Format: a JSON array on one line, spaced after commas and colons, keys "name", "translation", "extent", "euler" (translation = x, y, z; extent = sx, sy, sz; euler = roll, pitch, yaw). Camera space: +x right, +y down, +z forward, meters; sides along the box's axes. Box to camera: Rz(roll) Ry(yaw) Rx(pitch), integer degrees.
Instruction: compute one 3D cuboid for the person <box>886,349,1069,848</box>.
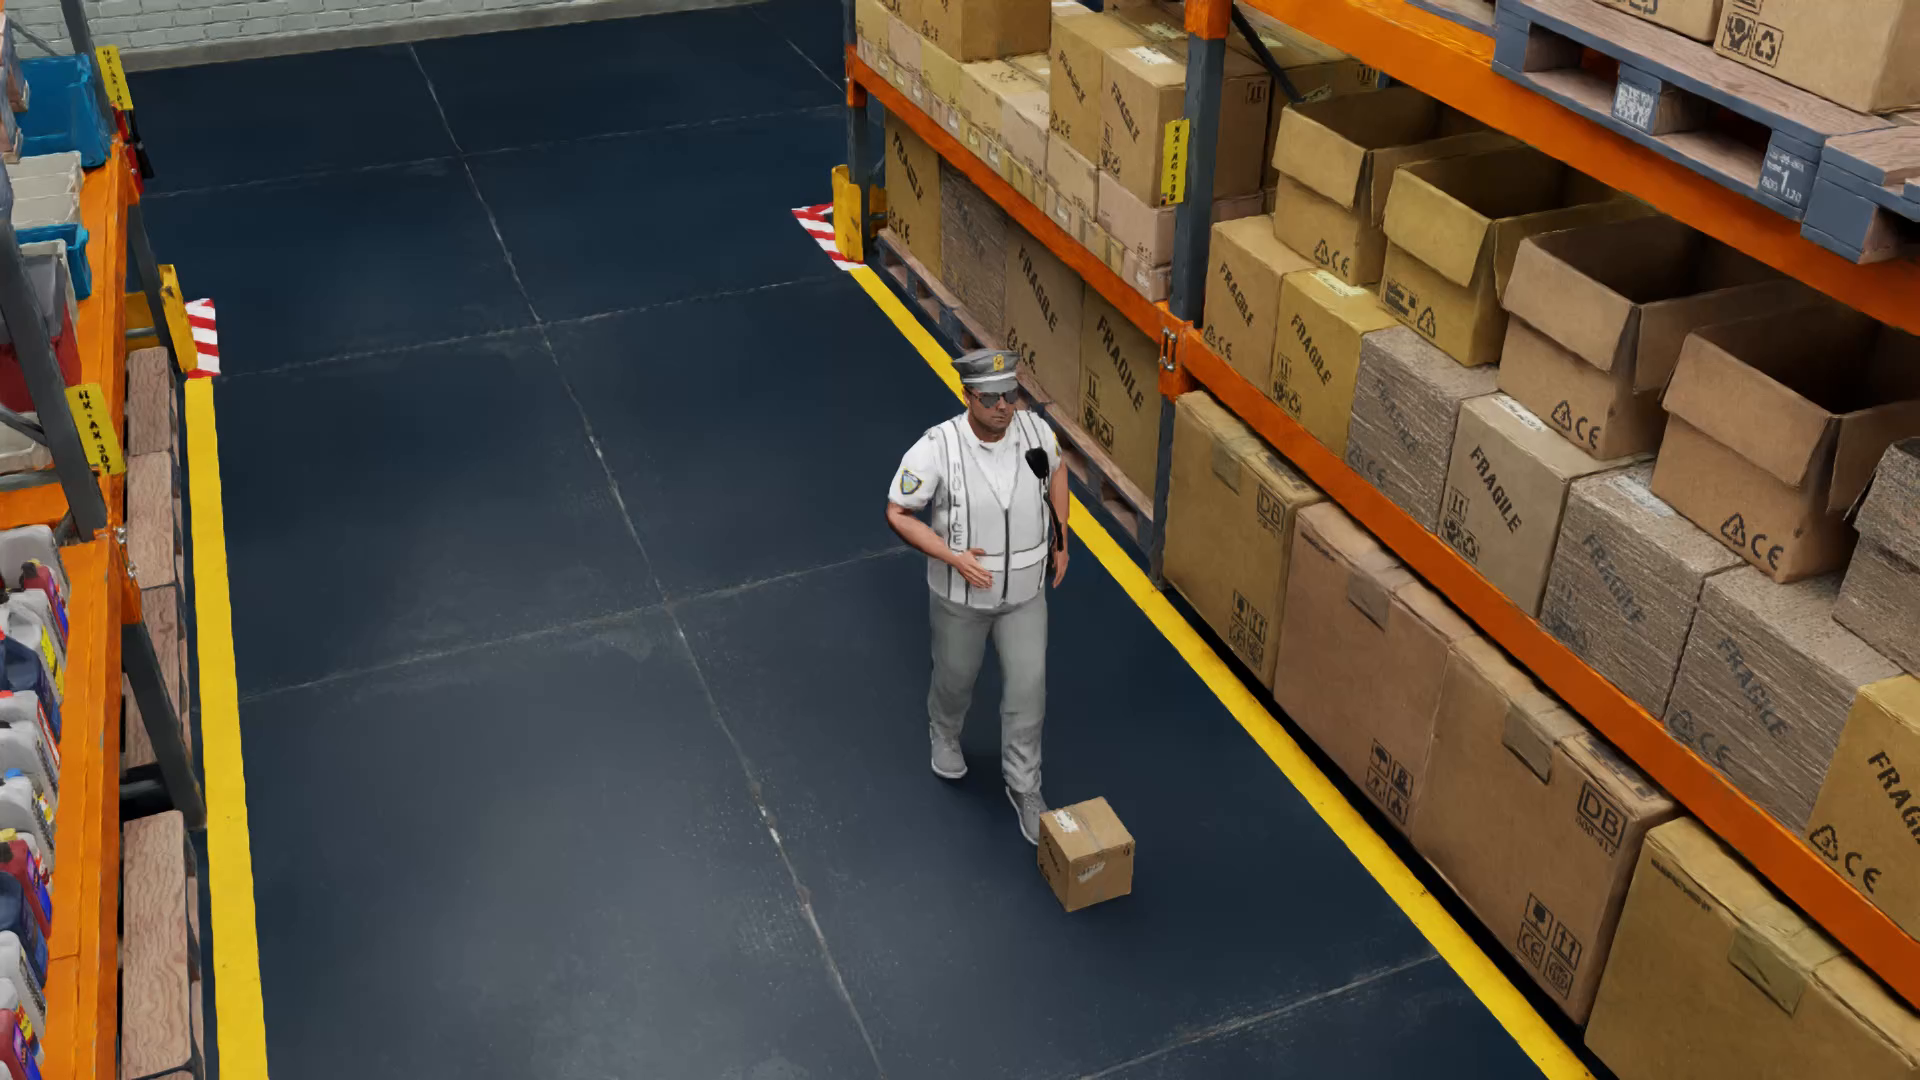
[{"name": "person", "translation": [0.136, 0.196, 5.809], "extent": [0.710, 1.781, 0.750], "euler": [-10, 35, -15]}]
